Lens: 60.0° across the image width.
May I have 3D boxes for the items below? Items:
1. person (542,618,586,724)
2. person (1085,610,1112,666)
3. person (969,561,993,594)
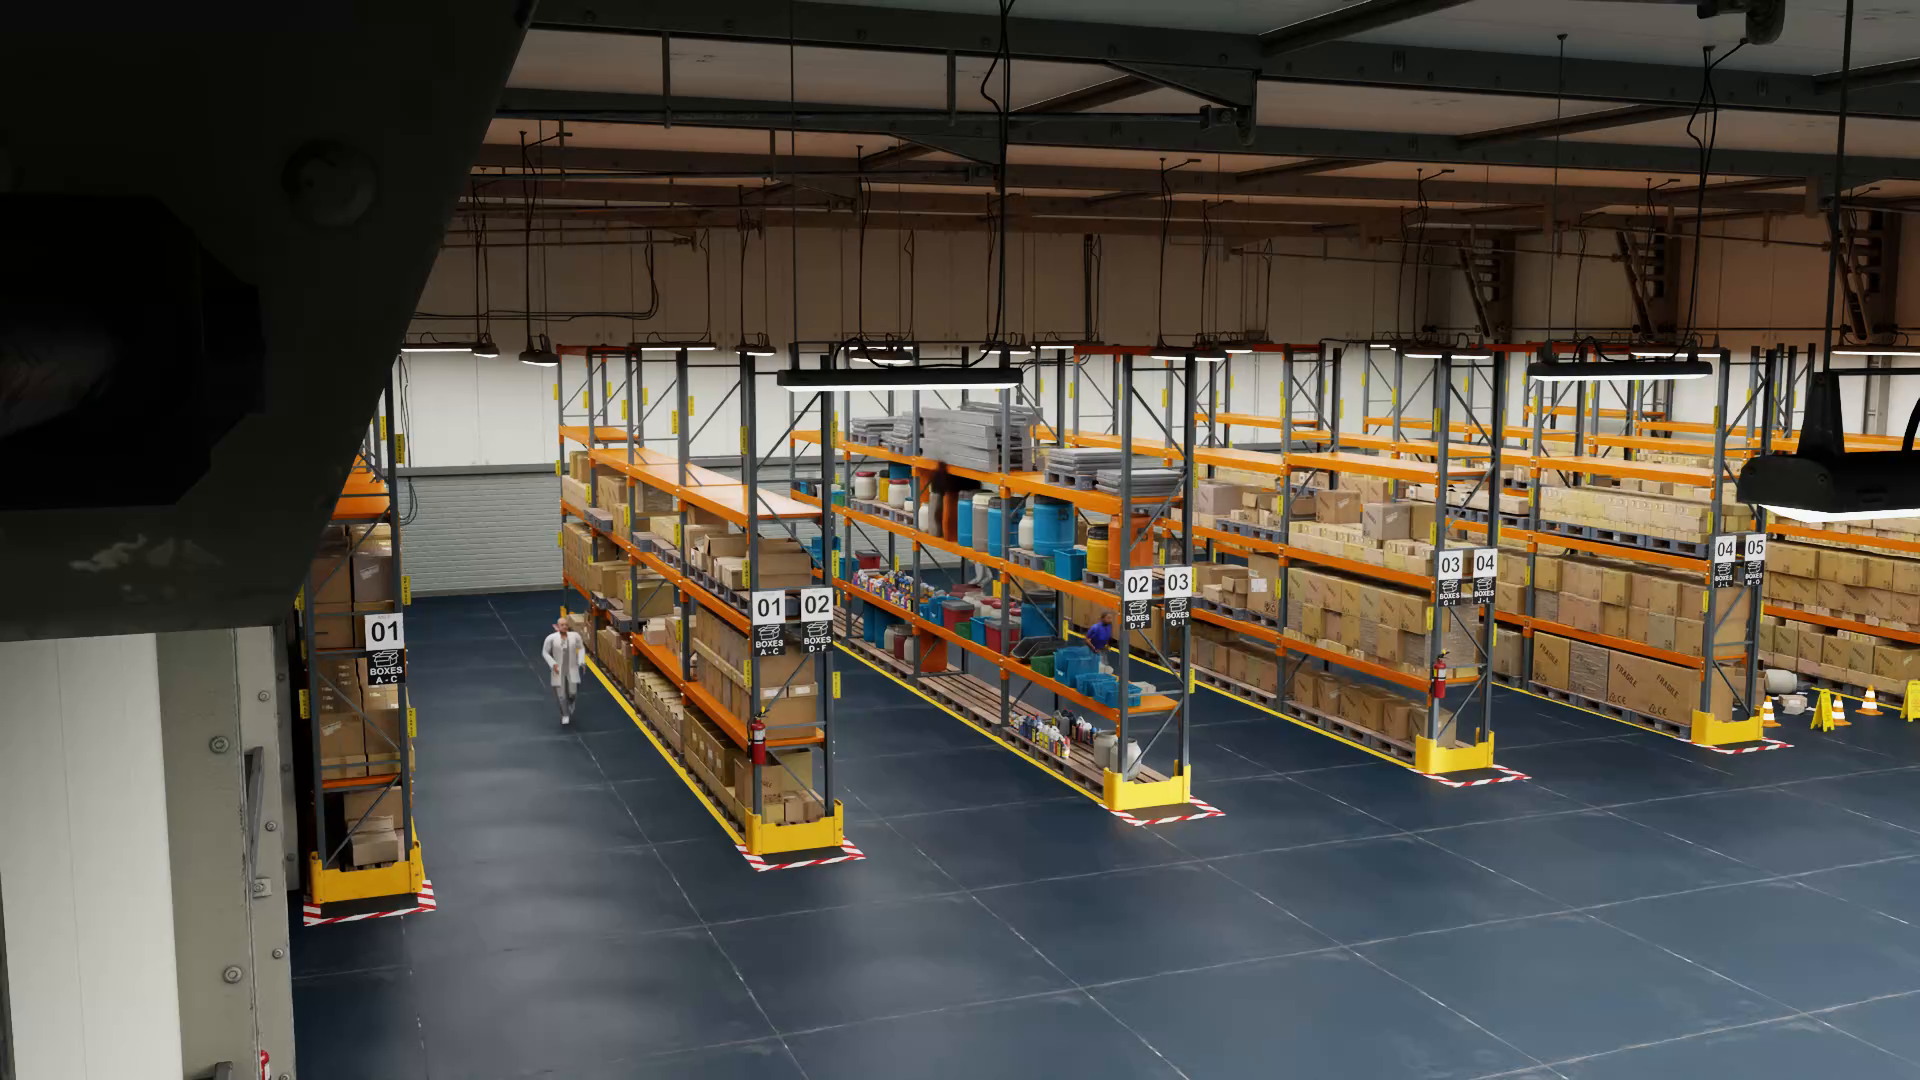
[{"bbox_3d":[-6.361,2.093,26.727,0.684,1.724,0.680,-2,8,-18],"label":"person"},{"bbox_3d":[2.262,1.961,28.439,0.960,1.621,0.603,7,10,42],"label":"person"},{"bbox_3d":[0.598,0.625,39.701,0.886,1.398,0.675,3,8,25],"label":"person"}]
